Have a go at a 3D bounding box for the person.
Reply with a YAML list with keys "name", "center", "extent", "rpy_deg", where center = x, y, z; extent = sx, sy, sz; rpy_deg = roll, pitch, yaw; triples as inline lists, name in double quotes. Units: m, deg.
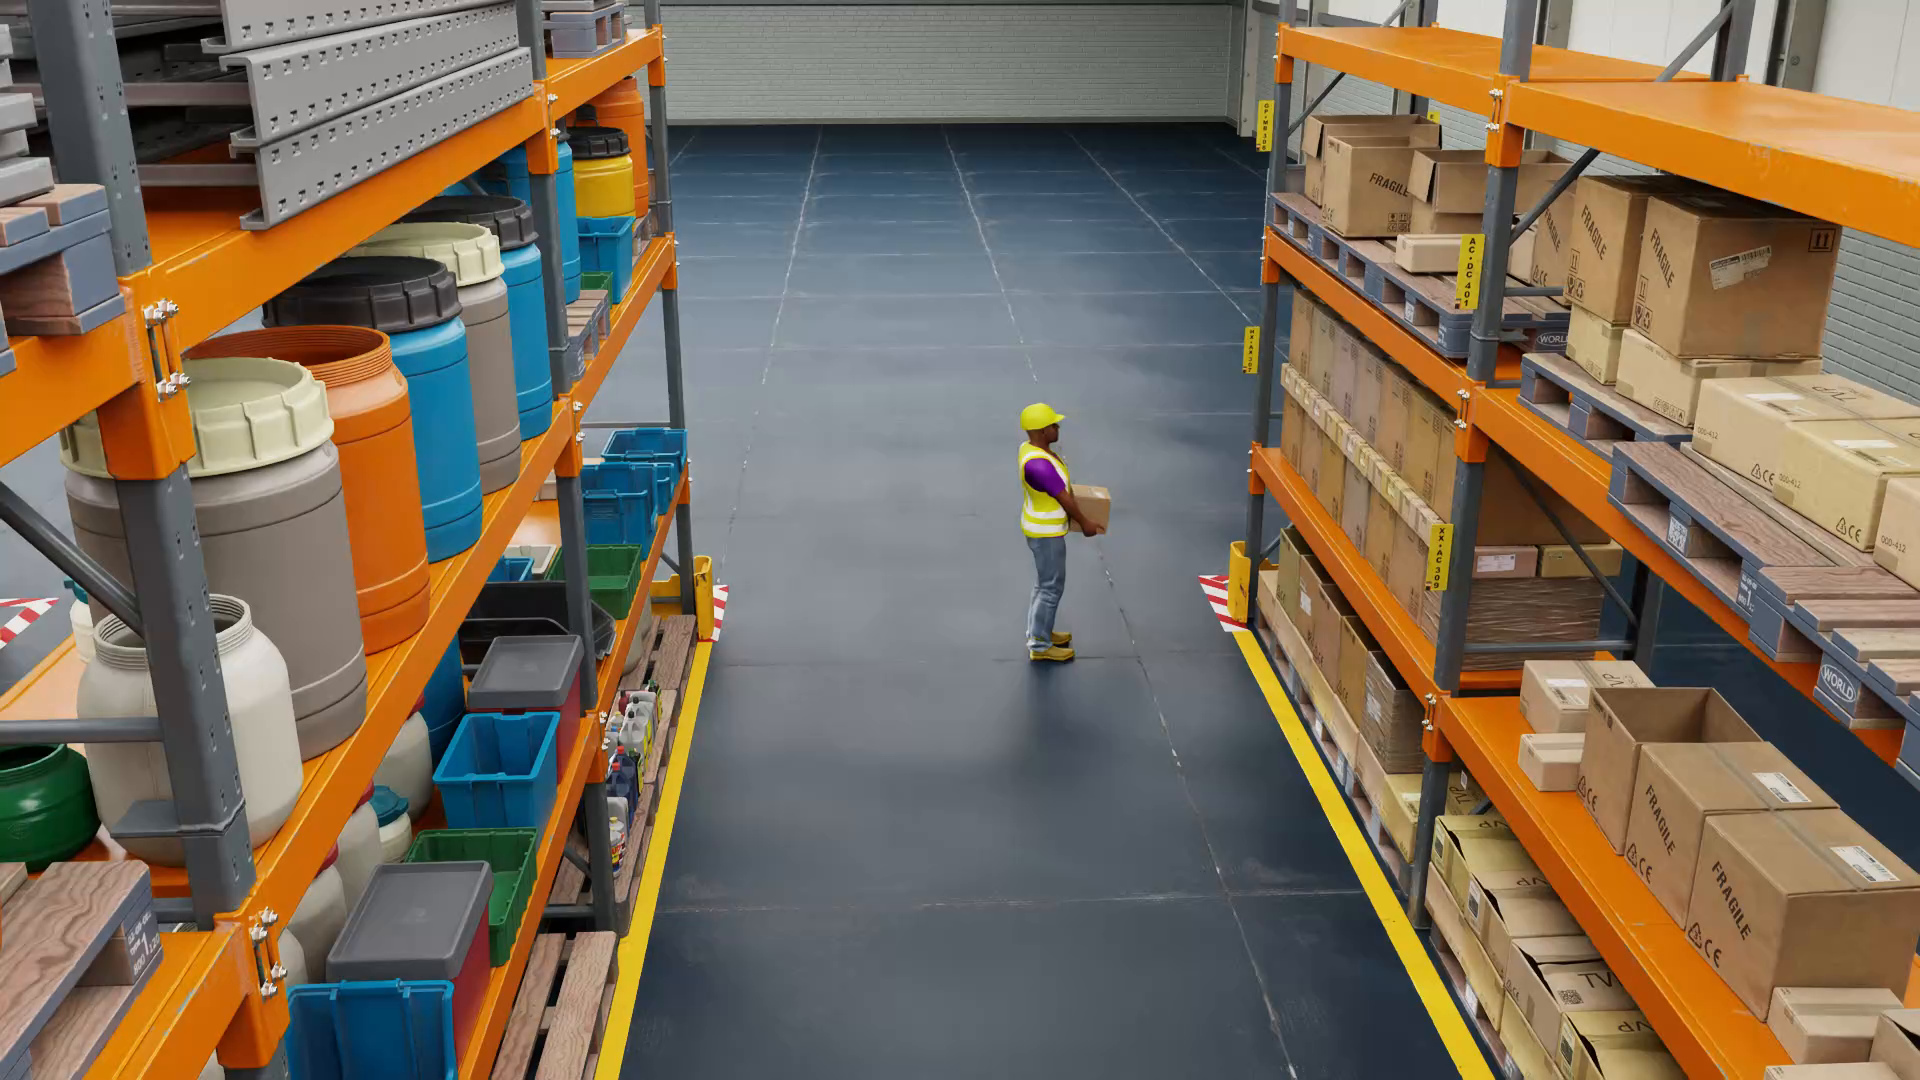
- name: "person"
  center: [0.675, -0.068, 11.233]
  extent: [0.577, 1.760, 0.503]
  rpy_deg: [-1, 20, -2]
